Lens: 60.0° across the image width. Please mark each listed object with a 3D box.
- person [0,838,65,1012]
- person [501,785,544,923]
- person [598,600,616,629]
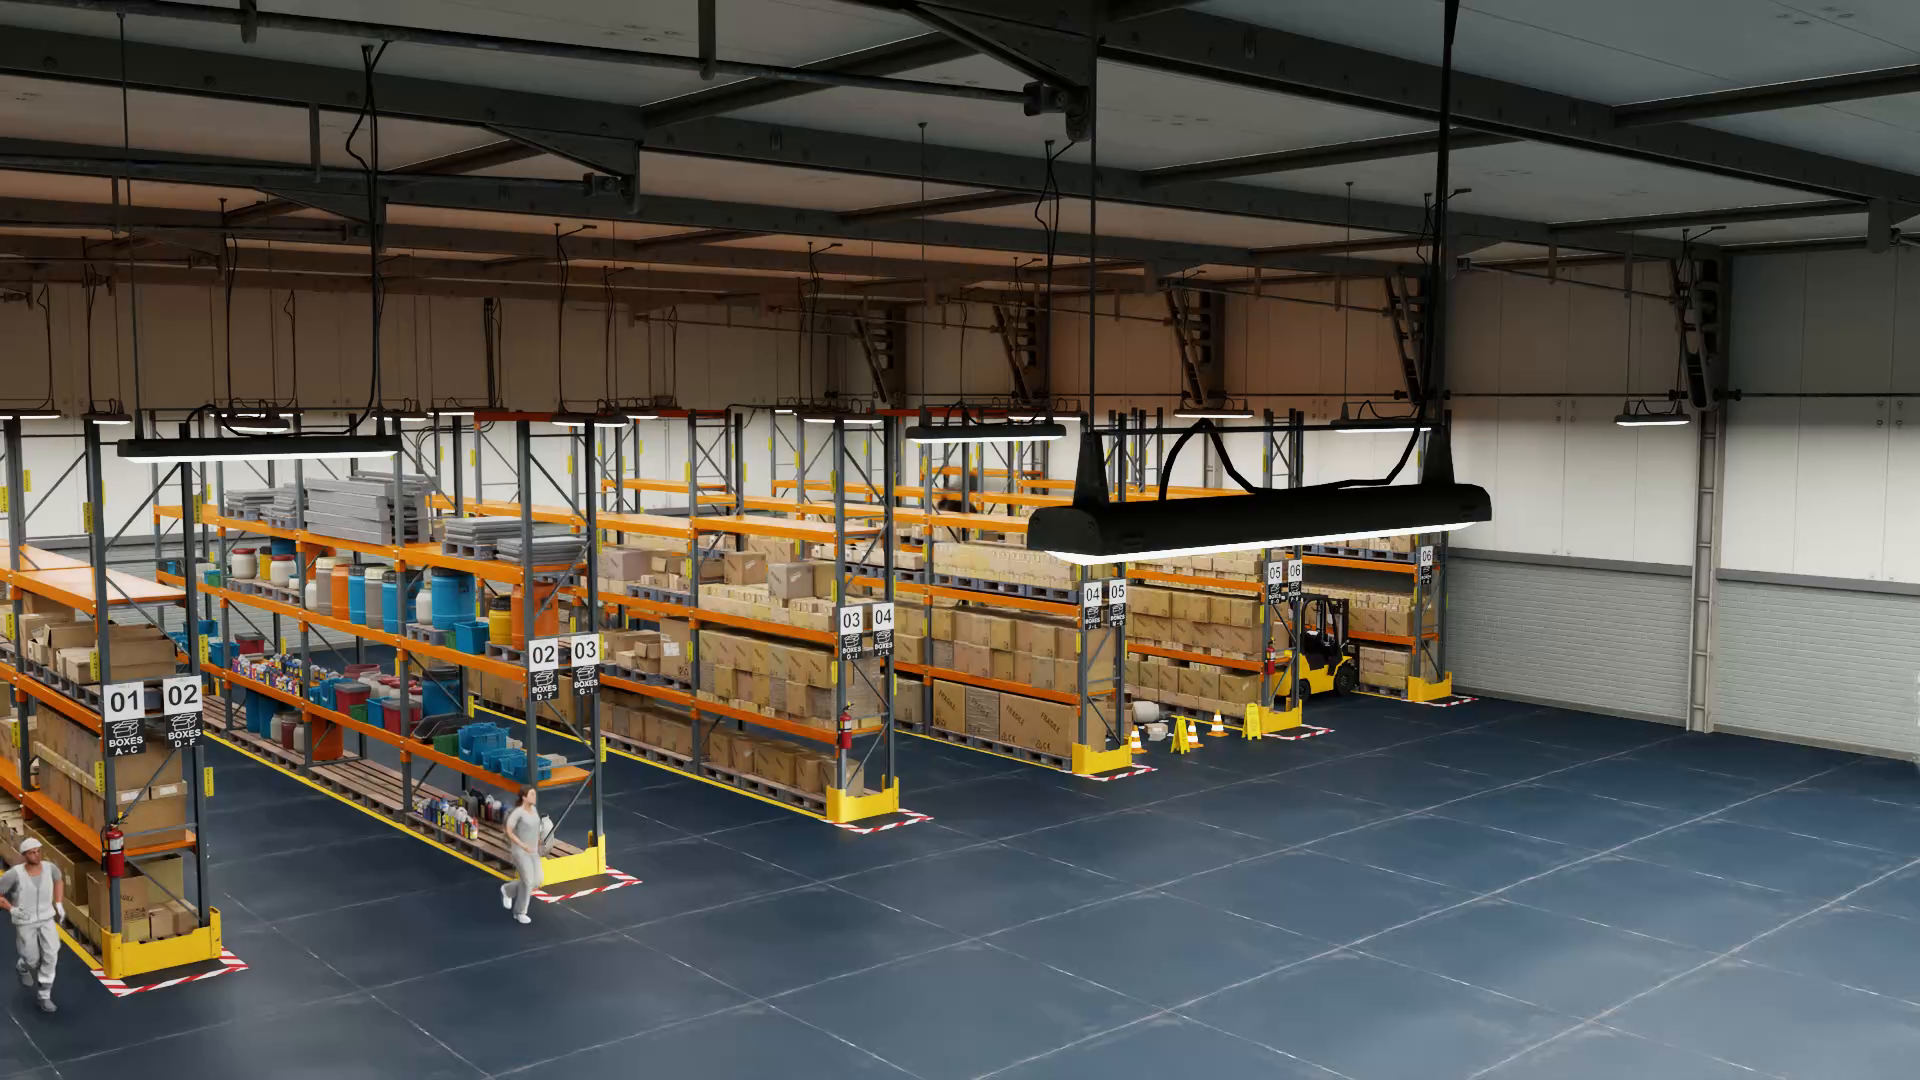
[{"bbox_3d":[-9.610,3.952,17.234,0.759,1.772,0.697,5,7,42],"label":"person"},{"bbox_3d":[-5.300,3.766,20.156,0.561,1.616,0.649,2,5,23],"label":"person"},{"bbox_3d":[-8.763,1.880,41.338,0.803,1.732,0.628,-4,6,-35],"label":"person"}]
